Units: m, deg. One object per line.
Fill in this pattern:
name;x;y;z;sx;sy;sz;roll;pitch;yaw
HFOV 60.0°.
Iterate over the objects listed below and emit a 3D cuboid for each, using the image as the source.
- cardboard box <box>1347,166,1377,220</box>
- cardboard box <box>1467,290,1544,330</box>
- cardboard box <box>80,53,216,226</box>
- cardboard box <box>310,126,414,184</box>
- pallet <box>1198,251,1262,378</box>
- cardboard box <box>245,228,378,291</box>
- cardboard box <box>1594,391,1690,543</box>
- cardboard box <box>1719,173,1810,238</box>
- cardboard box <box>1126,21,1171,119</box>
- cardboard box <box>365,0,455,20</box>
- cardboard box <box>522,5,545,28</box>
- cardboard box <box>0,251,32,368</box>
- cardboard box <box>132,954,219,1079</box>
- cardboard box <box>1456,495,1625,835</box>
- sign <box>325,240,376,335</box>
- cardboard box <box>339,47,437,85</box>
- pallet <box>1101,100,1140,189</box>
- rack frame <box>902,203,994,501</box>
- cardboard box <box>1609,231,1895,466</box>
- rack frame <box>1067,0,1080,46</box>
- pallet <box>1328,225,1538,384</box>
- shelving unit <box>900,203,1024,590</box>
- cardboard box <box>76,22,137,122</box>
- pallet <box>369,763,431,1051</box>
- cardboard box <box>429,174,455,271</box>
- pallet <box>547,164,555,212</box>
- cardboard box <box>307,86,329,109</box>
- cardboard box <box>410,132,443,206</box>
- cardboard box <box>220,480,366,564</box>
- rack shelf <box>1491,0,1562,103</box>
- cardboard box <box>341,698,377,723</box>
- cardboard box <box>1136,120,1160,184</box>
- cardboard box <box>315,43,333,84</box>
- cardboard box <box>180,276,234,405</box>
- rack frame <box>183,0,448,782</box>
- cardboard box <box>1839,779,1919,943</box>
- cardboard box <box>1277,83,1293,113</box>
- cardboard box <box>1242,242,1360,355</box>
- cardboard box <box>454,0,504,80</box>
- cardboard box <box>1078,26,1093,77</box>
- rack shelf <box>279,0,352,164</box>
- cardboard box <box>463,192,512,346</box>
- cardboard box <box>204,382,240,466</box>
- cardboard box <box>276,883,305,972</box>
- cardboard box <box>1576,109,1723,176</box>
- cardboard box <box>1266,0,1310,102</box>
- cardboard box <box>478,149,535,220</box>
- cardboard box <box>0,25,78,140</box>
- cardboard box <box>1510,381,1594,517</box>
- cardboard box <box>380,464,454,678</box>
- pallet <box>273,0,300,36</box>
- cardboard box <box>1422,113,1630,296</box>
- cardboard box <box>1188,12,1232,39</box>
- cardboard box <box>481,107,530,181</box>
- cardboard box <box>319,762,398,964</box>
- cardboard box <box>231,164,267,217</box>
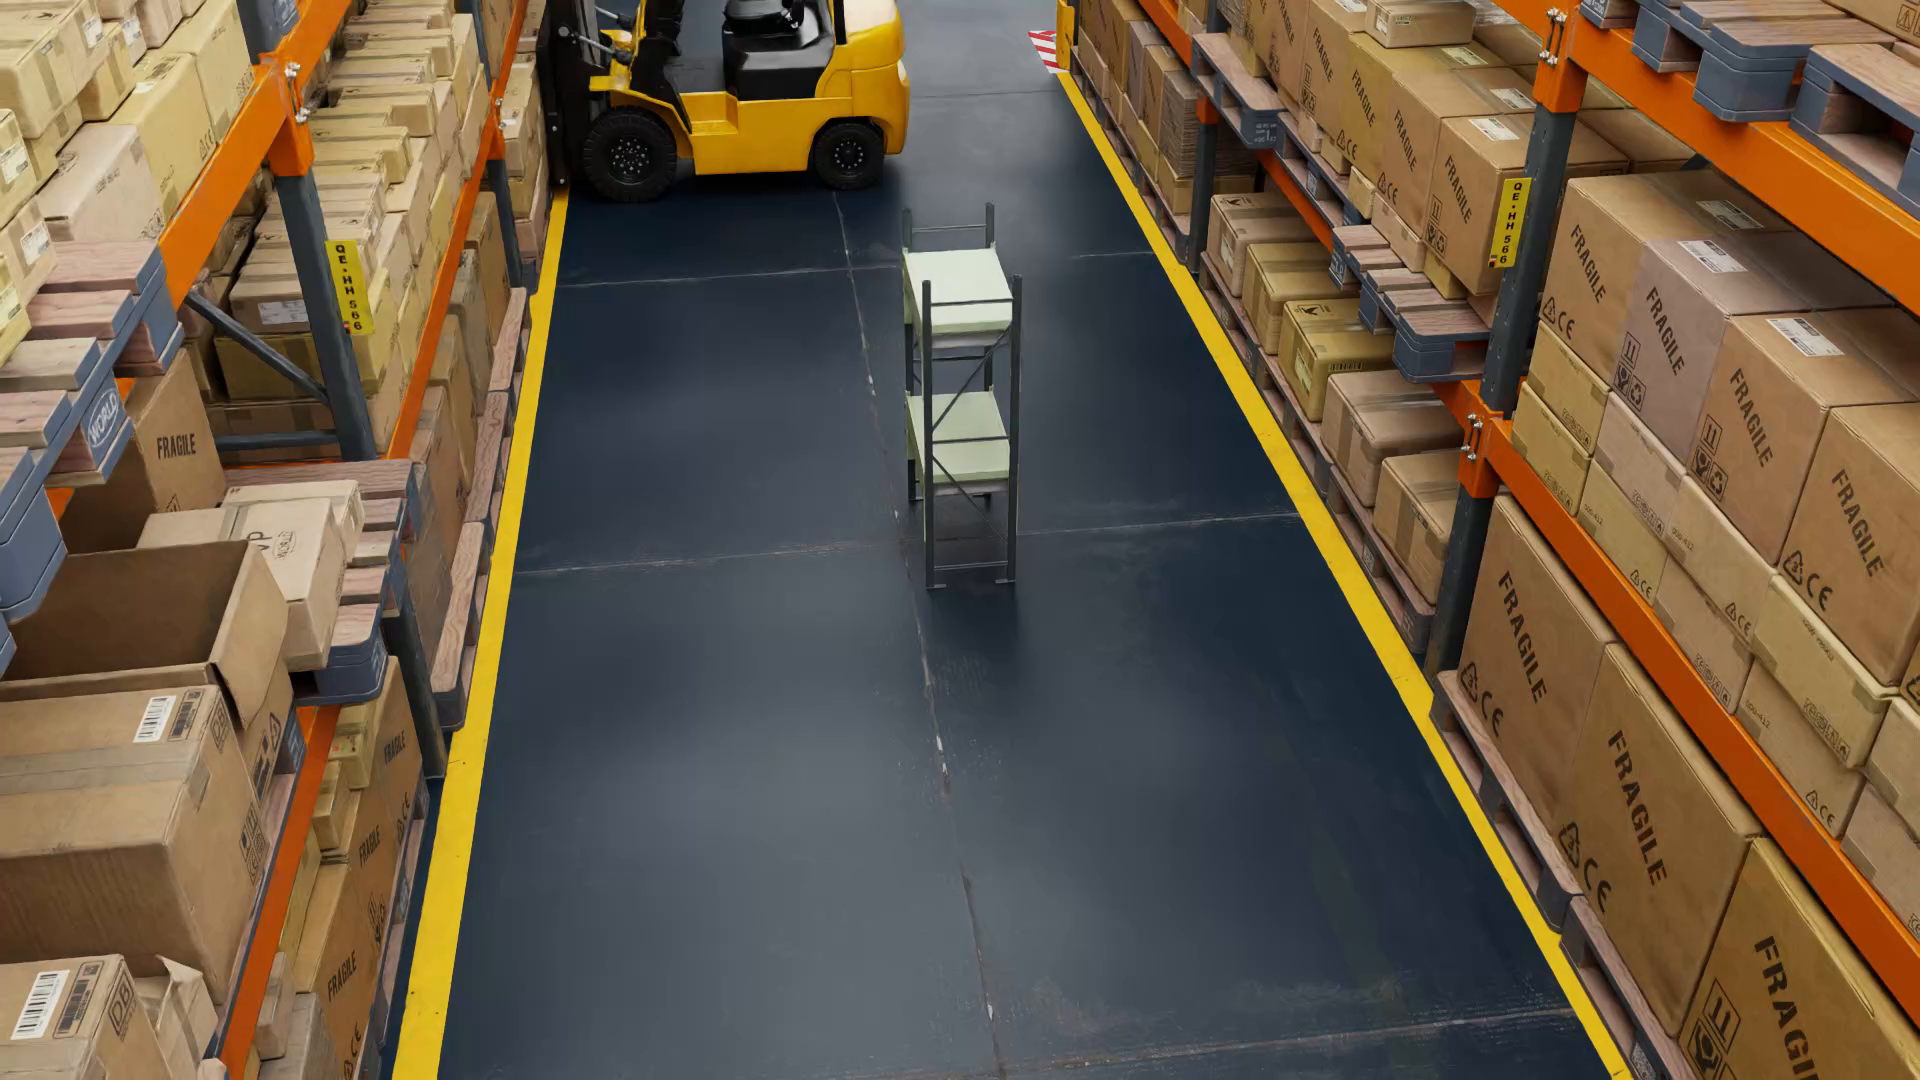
cardboard box;1.892;-1.500;7.138;0.380;0.149;0.250;-4;34;-6
cardboard box;2.155;-0.926;6.295;0.380;0.149;0.250;-3;34;-5
cardboard box;-2.108;-0.942;3.938;0.500;0.250;0.500;-4;35;-6
cardboard box;-2.421;-1.542;6.684;0.380;0.149;0.250;-4;34;-5
pallet;2.001;-1.336;9.523;1.003;0.211;1.213;-4;35;-6
cardboard box;-2.274;-0.971;5.847;0.380;0.149;0.250;-4;34;-5
cardboard box;2.324;-0.245;5.136;0.500;0.250;0.500;-4;34;-5
cardboard box;2.761;-0.876;5.396;0.500;0.500;0.500;-5;35;-8
cardboard box;1.409;-3.148;11.109;0.500;0.500;0.500;-3;34;-4
cardboard box;-2.758;-2.680;8.355;0.380;0.149;0.250;-3;34;-5
cardboard box;-3.038;-3.429;11.299;0.500;0.250;0.500;-4;34;-6
cardboard box;-1.759;-0.340;2.683;0.380;0.149;0.250;-4;34;-5
cardboard box;-1.754;0.997;3.370;0.396;0.266;0.258;-3;34;-4
cardboard box;2.443;0.406;6.005;0.875;0.875;0.875;-5;35;-7
sign;-1.949;-0.805;5.309;0.100;0.325;0.005;-4;35;-6
cardboard box;-2.584;-2.110;7.517;0.380;0.149;0.250;-5;35;-8
pallet;1.602;-2.825;11.708;1.003;0.211;1.213;-4;35;-6
rack frame;-0.050;-0.828;7.633;0.400;1.500;0.023;-4;35;-6
cardboard box;2.333;-0.575;4.954;0.500;0.500;0.500;-4;35;-6
rack frame;1.357;-5.155;12.651;1.000;3.000;0.127;-4;35;-6
pallet;2.231;-1.001;6.726;1.213;0.211;1.003;-4;35;-6
shelving unit;-0.001;-0.623;7.333;0.431;1.500;0.755;-4;35;-6
cardboard box;-2.097;-1.045;3.736;0.380;0.149;0.250;-4;35;-6
pallet;-2.423;1.259;5.715;1.003;0.211;1.213;-4;35;-6
cardboard box;-2.510;-1.374;7.236;0.500;0.250;0.500;-3;34;-5
pallet;-3.256;-2.522;11.263;1.003;0.211;1.213;-4;35;-6
cardboard box;-3.094;-1.818;7.444;0.500;0.250;0.500;-5;35;-8
cardboard box;-2.516;-1.579;7.093;0.500;0.250;0.500;-4;34;-6
cardboard box;-2.017;-0.045;5.002;0.380;0.149;0.250;-4;34;-5
rack shelf;2.163;-2.749;7.095;1.077;0.370;4.000;-4;35;-6
cardboard box;-2.168;0.535;5.572;0.380;0.149;0.250;-6;35;-9
cardboard box;1.467;-2.566;10.921;0.500;0.250;0.500;-5;35;-8
cardboard box;-3.117;-2.208;7.661;0.380;0.149;0.250;-5;35;-7
cardboard box;-2.821;-0.687;5.784;0.500;0.250;0.500;-4;34;-5
rack frame;-2.486;-0.313;5.545;1.000;3.000;0.127;-4;35;-6
cardboard box;2.544;0.805;4.038;0.500;0.250;0.500;-5;35;-8
cardboard box;1.788;-2.221;8.196;0.380;0.149;0.250;-4;34;-6
cardboard box;2.068;-1.317;8.980;0.950;0.372;0.625;-2;34;-3
cardboard box;-2.825;-2.854;9.185;0.500;0.500;0.500;-5;35;-8
cardboard box;1.191;-3.721;12.615;0.500;0.250;0.500;-5;35;-7
rack shelf;-2.755;-2.371;6.541;1.077;0.370;4.000;-4;35;-6
cardboard box;-2.942;-1.447;8.945;0.875;0.625;0.625;-3;34;-4
cardboard box;-2.800;-0.482;5.927;0.500;0.250;0.500;-5;35;-7
cardboard box;-2.085;1.125;4.706;0.380;0.149;0.250;-5;35;-7
cardboard box;2.601;-1.297;6.264;0.500;0.500;0.500;-5;35;-8
cardboard box;1.794;-2.421;7.913;0.500;0.500;0.500;-5;35;-7
cardboard box;-2.783;-2.082;9.766;0.500;0.250;0.500;-5;35;-7
cardboard box;-1.972;-0.884;3.236;0.380;0.149;0.250;-4;35;-6
cardboard box;2.249;-0.337;5.713;0.500;0.250;0.500;-5;35;-7
cardboard box;-2.556;0.146;6.608;0.875;0.625;0.625;-3;34;-5
pallet;-2.665;-1.846;5.299;1.213;0.211;1.003;-3;34;-4
cardboard box;2.096;-1.261;6.211;0.500;0.500;0.500;-5;35;-8
cardboard box;1.549;-2.975;9.675;0.380;0.149;0.250;-5;35;-7
cardboard box;-2.778;-2.289;9.626;0.500;0.250;0.500;-5;35;-7
cardboard box;-2.159;1.046;5.398;0.500;0.500;0.500;-5;35;-7
cardboard box;-2.910;-1.358;6.415;0.380;0.149;0.250;-5;35;-7
